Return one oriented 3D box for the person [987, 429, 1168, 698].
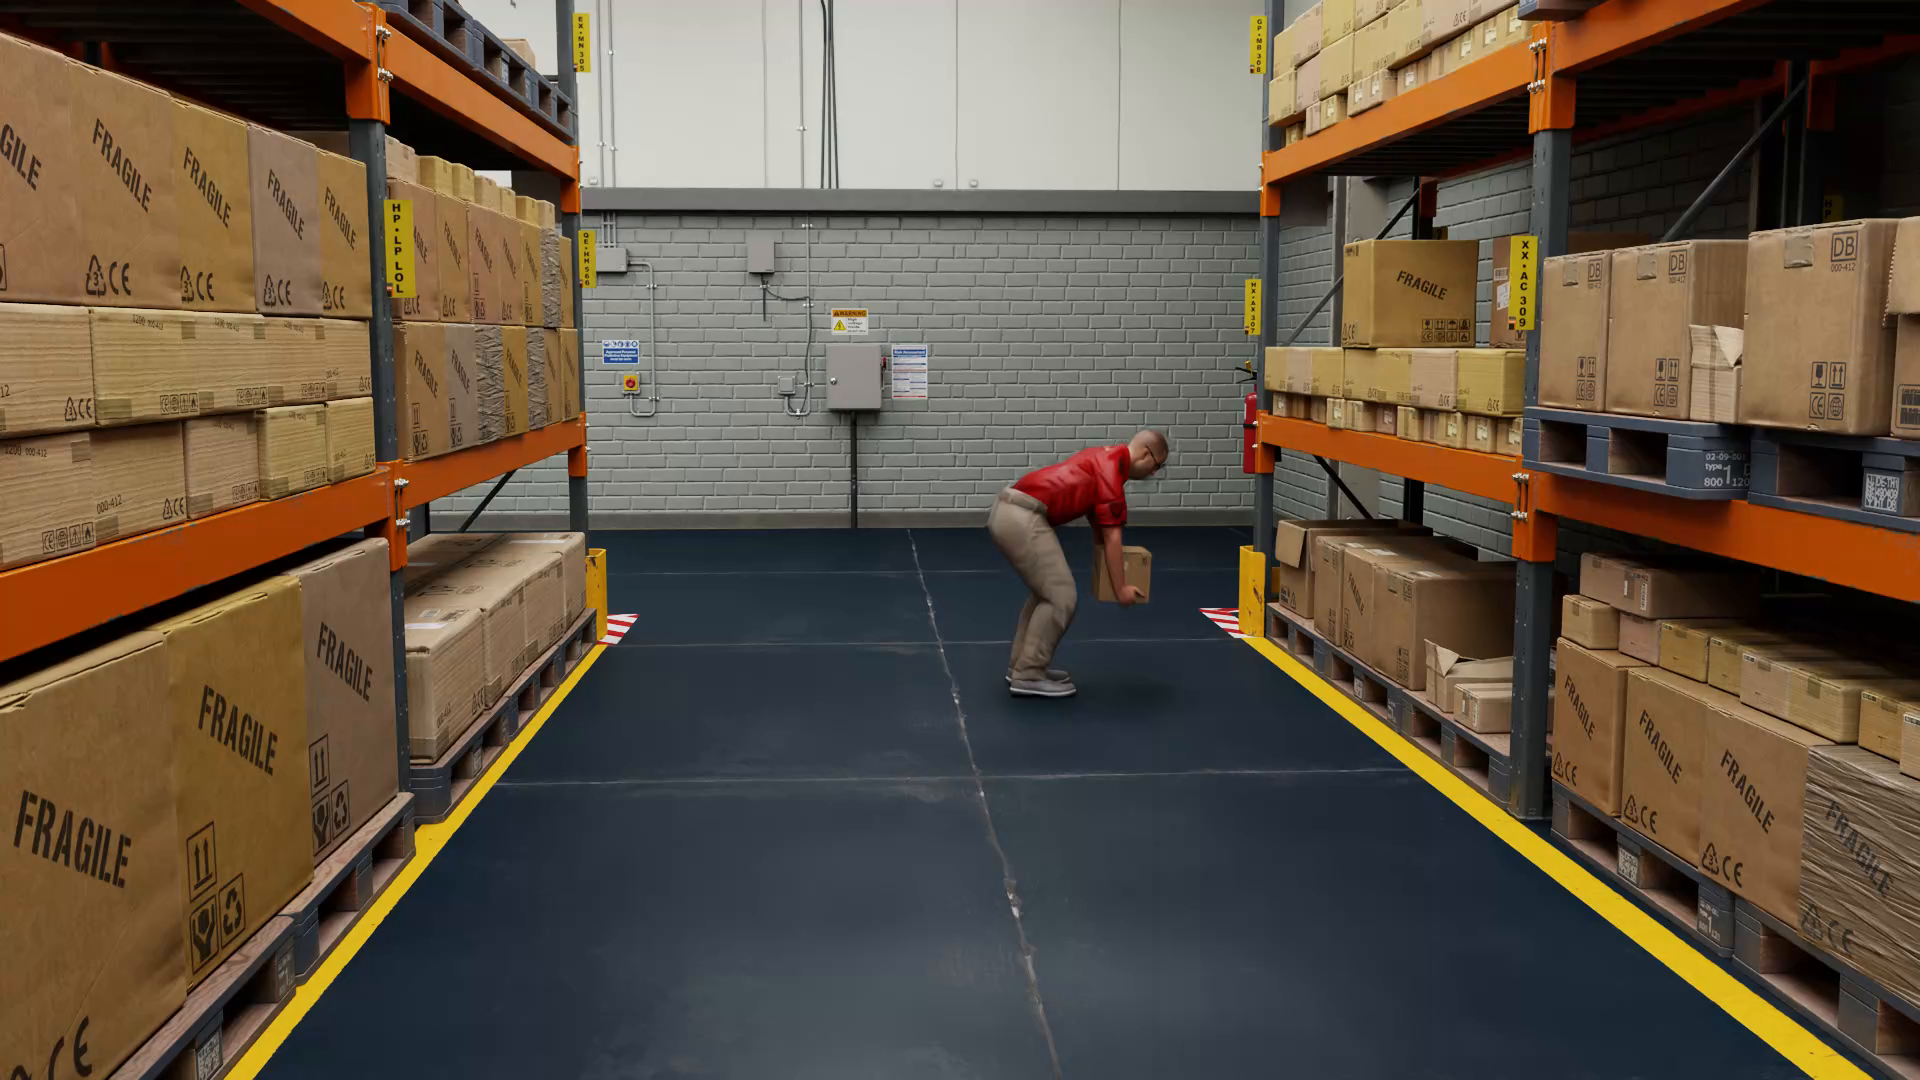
[{"bbox_3d":[0.590,0.104,8.267,0.898,1.302,0.495,-1,7,-6],"label":"person"}]
